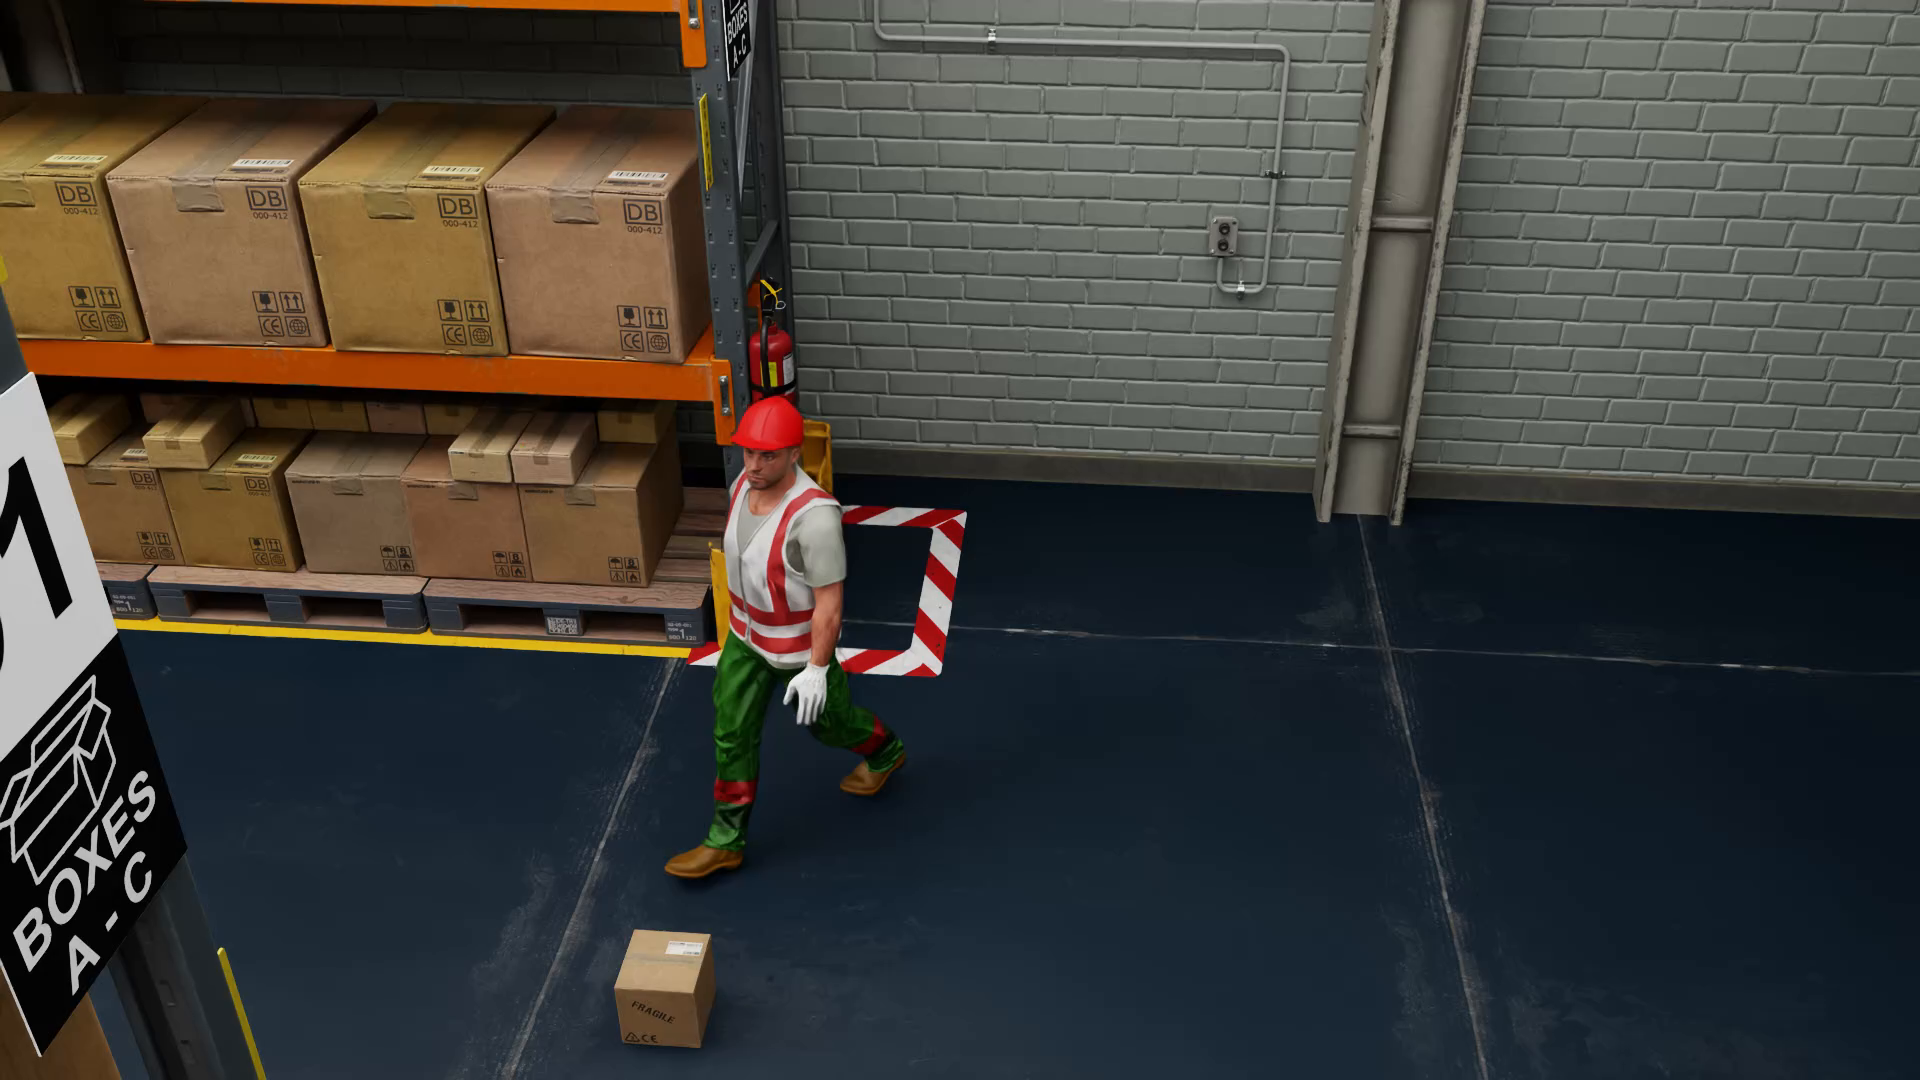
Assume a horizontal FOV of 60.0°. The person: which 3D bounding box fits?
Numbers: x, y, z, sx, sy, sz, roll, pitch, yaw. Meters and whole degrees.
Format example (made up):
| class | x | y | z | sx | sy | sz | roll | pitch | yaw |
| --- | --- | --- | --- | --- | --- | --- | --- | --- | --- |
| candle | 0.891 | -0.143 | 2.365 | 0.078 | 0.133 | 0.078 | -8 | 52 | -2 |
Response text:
| class | x | y | z | sx | sy | sz | roll | pitch | yaw |
| --- | --- | --- | --- | --- | --- | --- | --- | --- | --- |
| person | -0.592 | 0.329 | 5.587 | 1.012 | 1.761 | 0.609 | -28 | 41 | -37 |
